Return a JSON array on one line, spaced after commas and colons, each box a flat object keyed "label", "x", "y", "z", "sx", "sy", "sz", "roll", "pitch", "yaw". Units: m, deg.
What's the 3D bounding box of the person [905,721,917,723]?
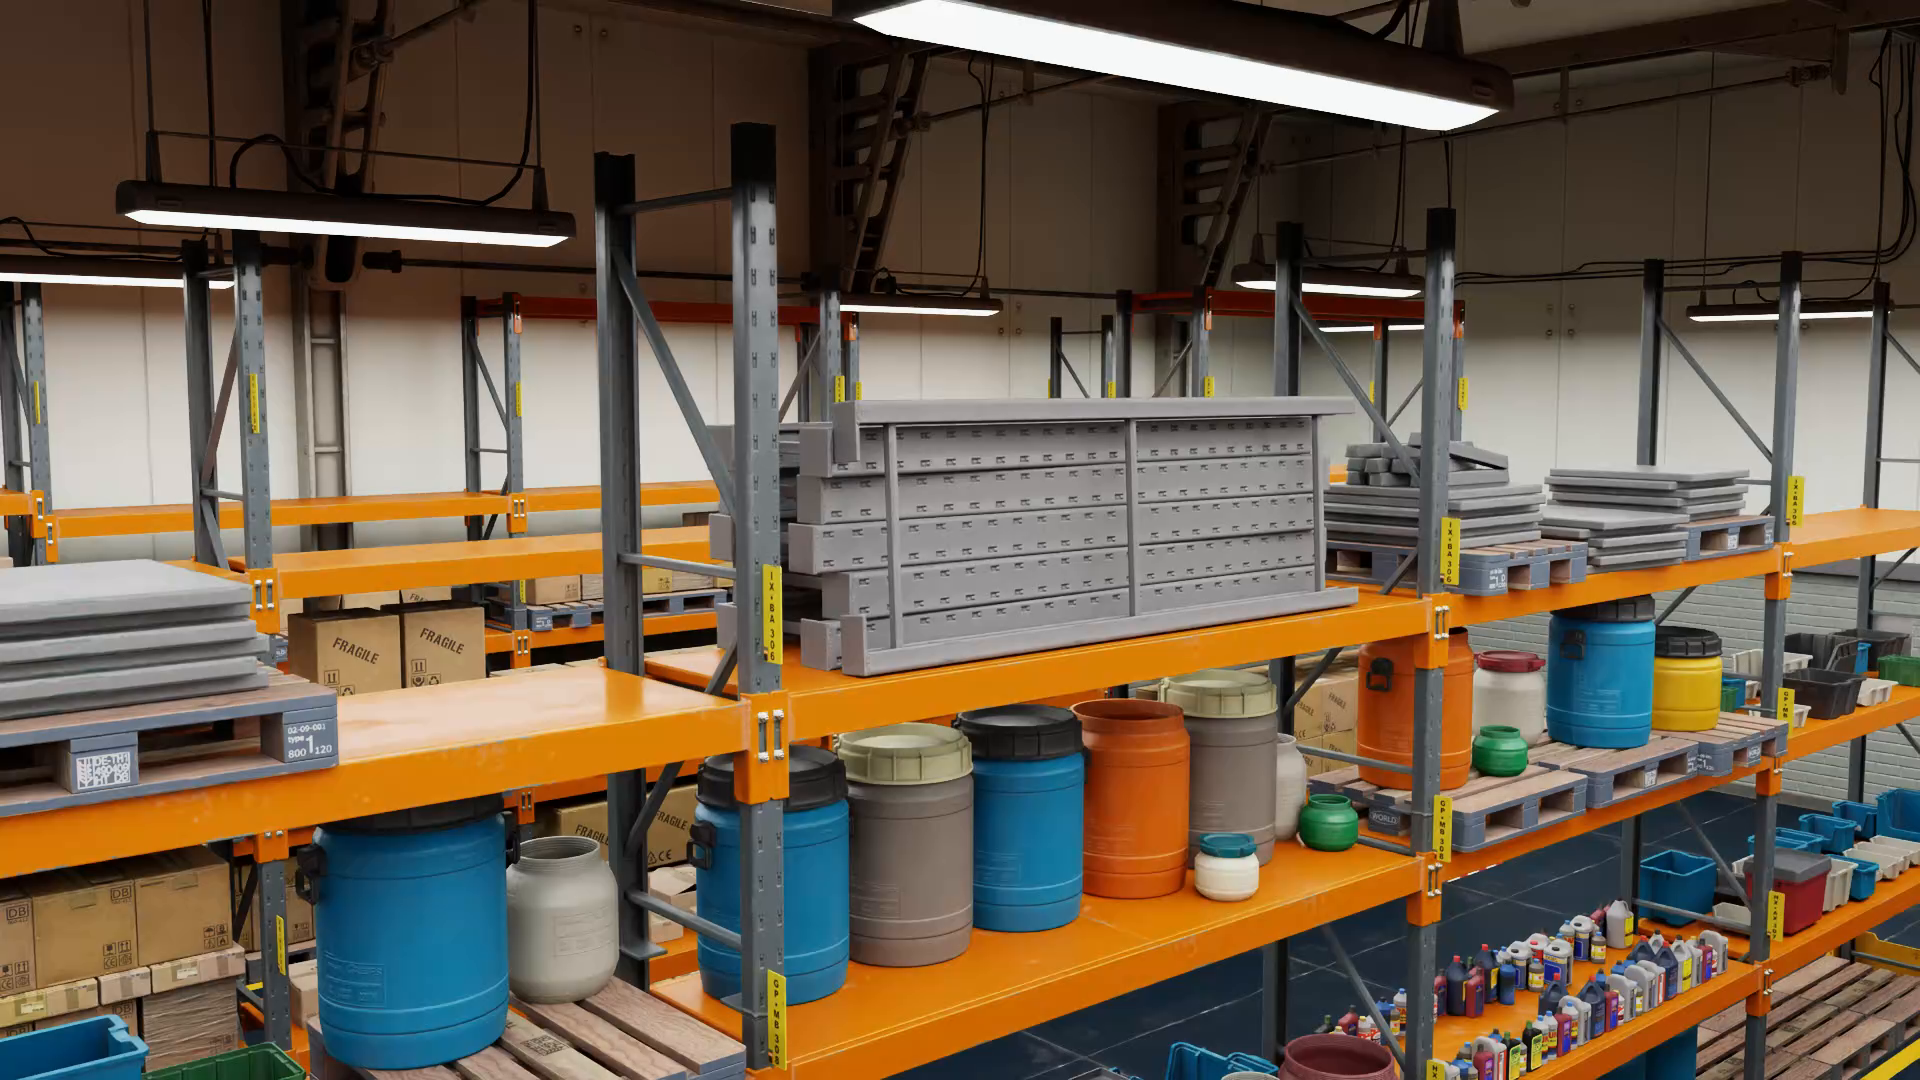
[{"label": "person", "x": -0.649, "y": 2.680, "z": 17.563, "sx": 0.414, "sy": 1.703, "sz": 0.582, "roll": 4, "pitch": 7, "yaw": 39}]
